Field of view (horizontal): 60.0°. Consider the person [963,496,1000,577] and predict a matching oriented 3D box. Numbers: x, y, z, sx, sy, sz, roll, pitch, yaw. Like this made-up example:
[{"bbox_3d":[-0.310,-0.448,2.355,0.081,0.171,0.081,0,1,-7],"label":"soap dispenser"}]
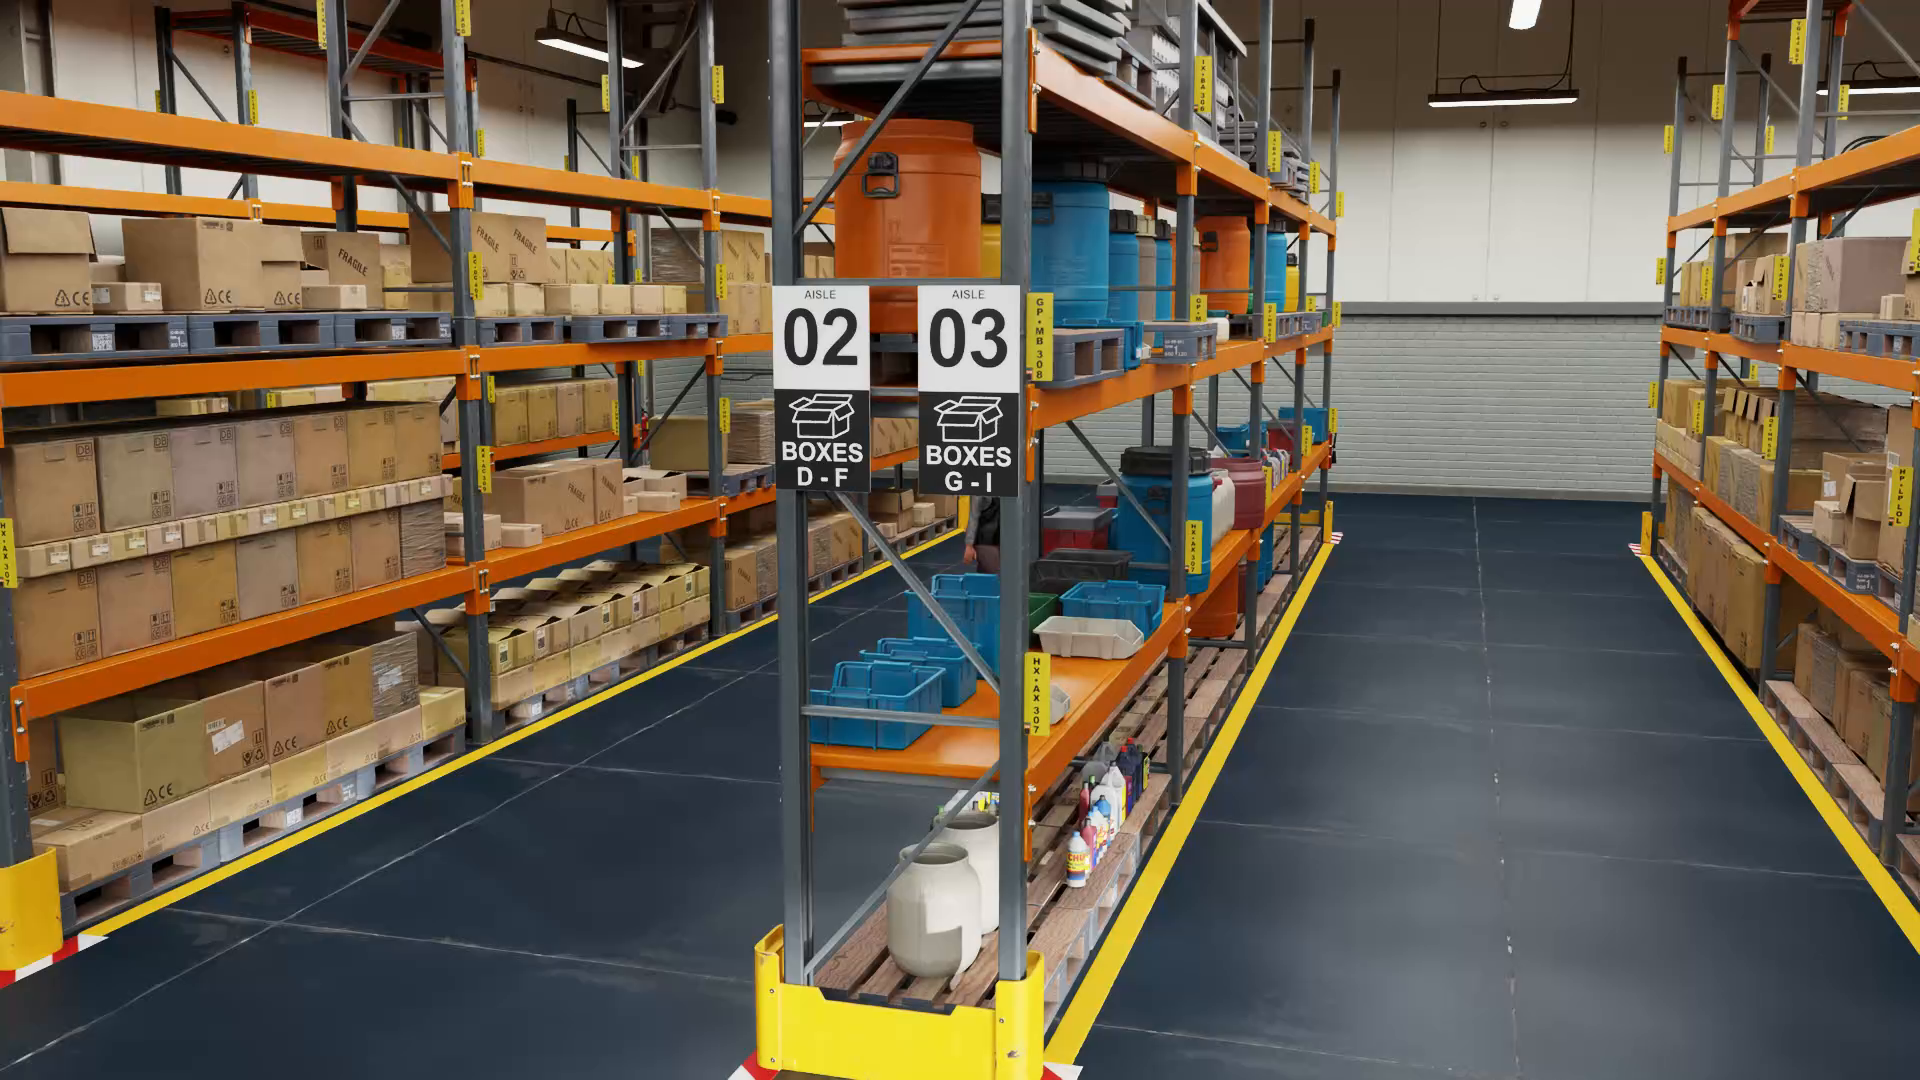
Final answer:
[{"bbox_3d":[0.373,0.070,15.317,0.799,1.700,0.565,4,9,23],"label":"person"}]
